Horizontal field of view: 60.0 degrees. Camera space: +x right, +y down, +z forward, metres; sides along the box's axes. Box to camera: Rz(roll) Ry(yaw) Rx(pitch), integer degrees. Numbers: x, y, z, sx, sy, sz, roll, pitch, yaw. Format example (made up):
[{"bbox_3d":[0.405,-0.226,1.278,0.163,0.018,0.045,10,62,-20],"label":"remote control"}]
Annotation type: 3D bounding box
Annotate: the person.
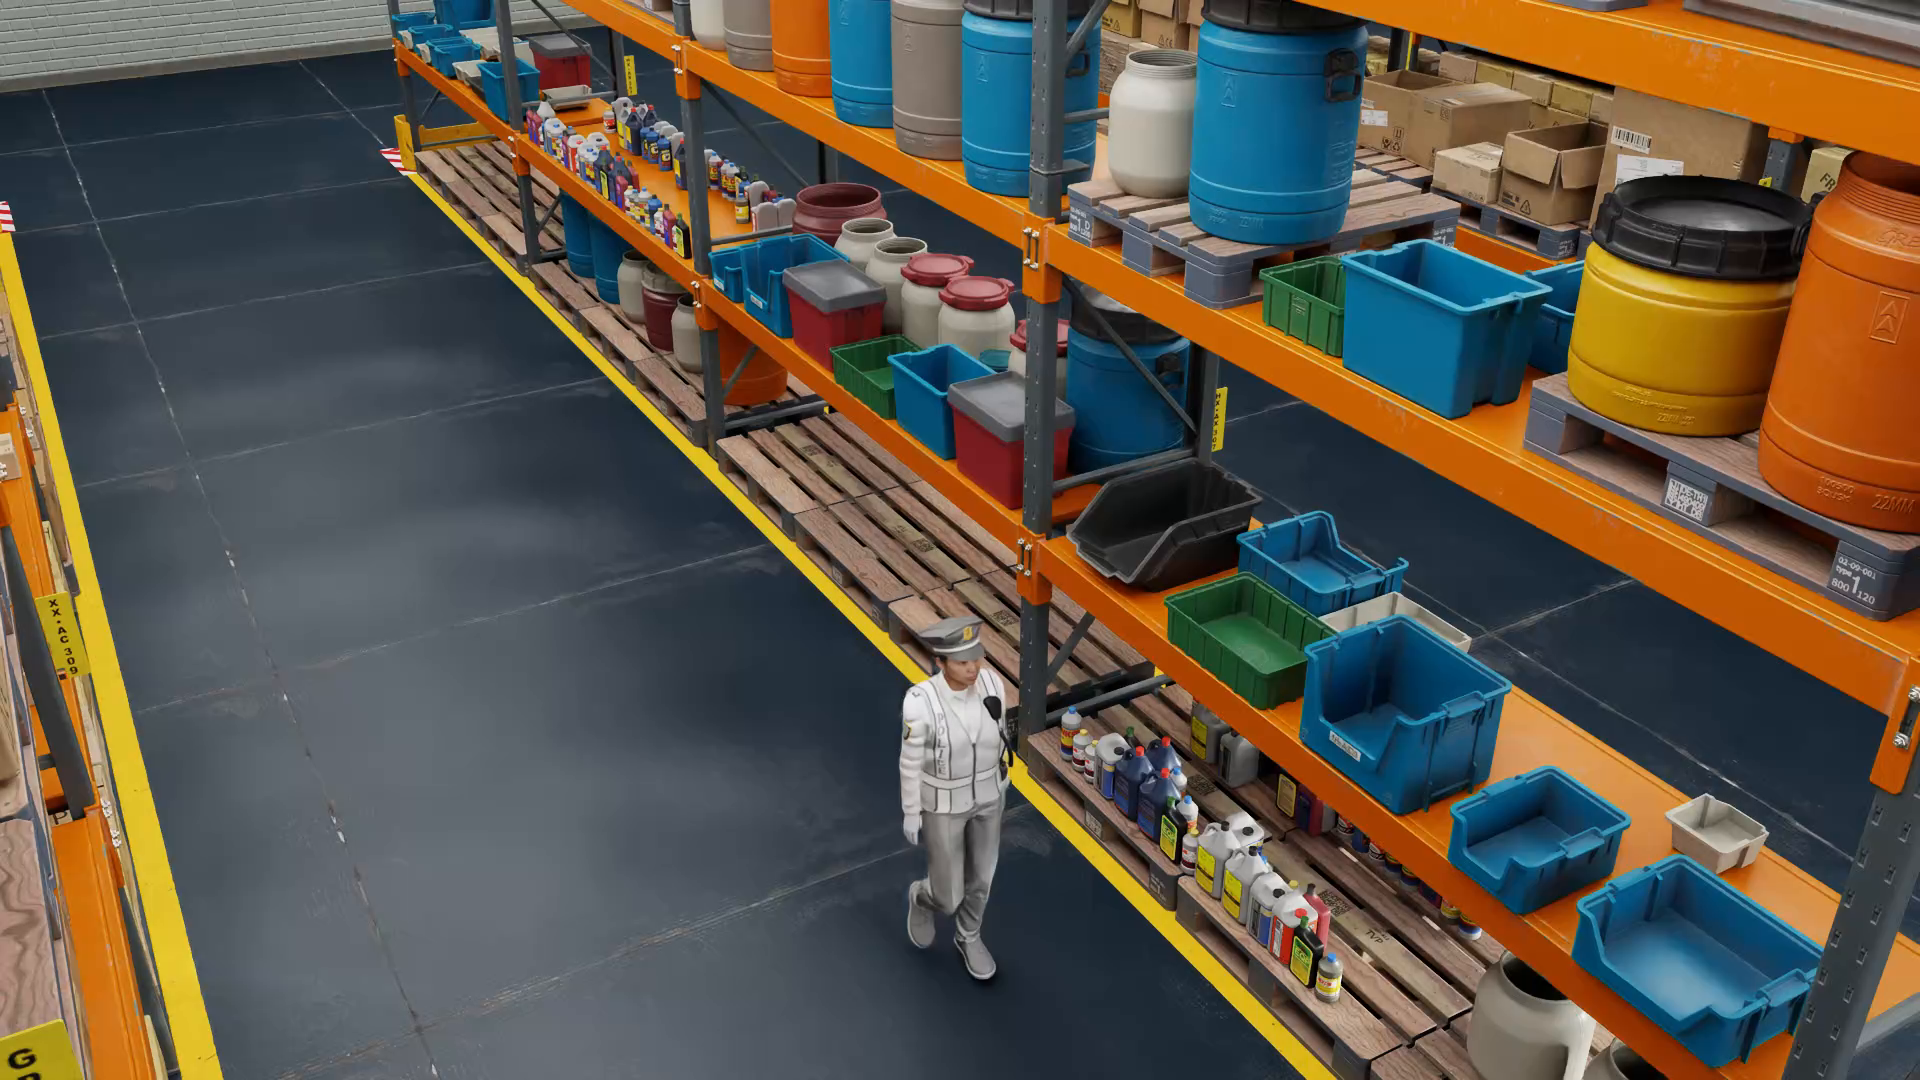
[{"bbox_3d":[-0.004,1.026,6.678,0.483,1.683,0.458,-15,32,-25],"label":"person"}]
